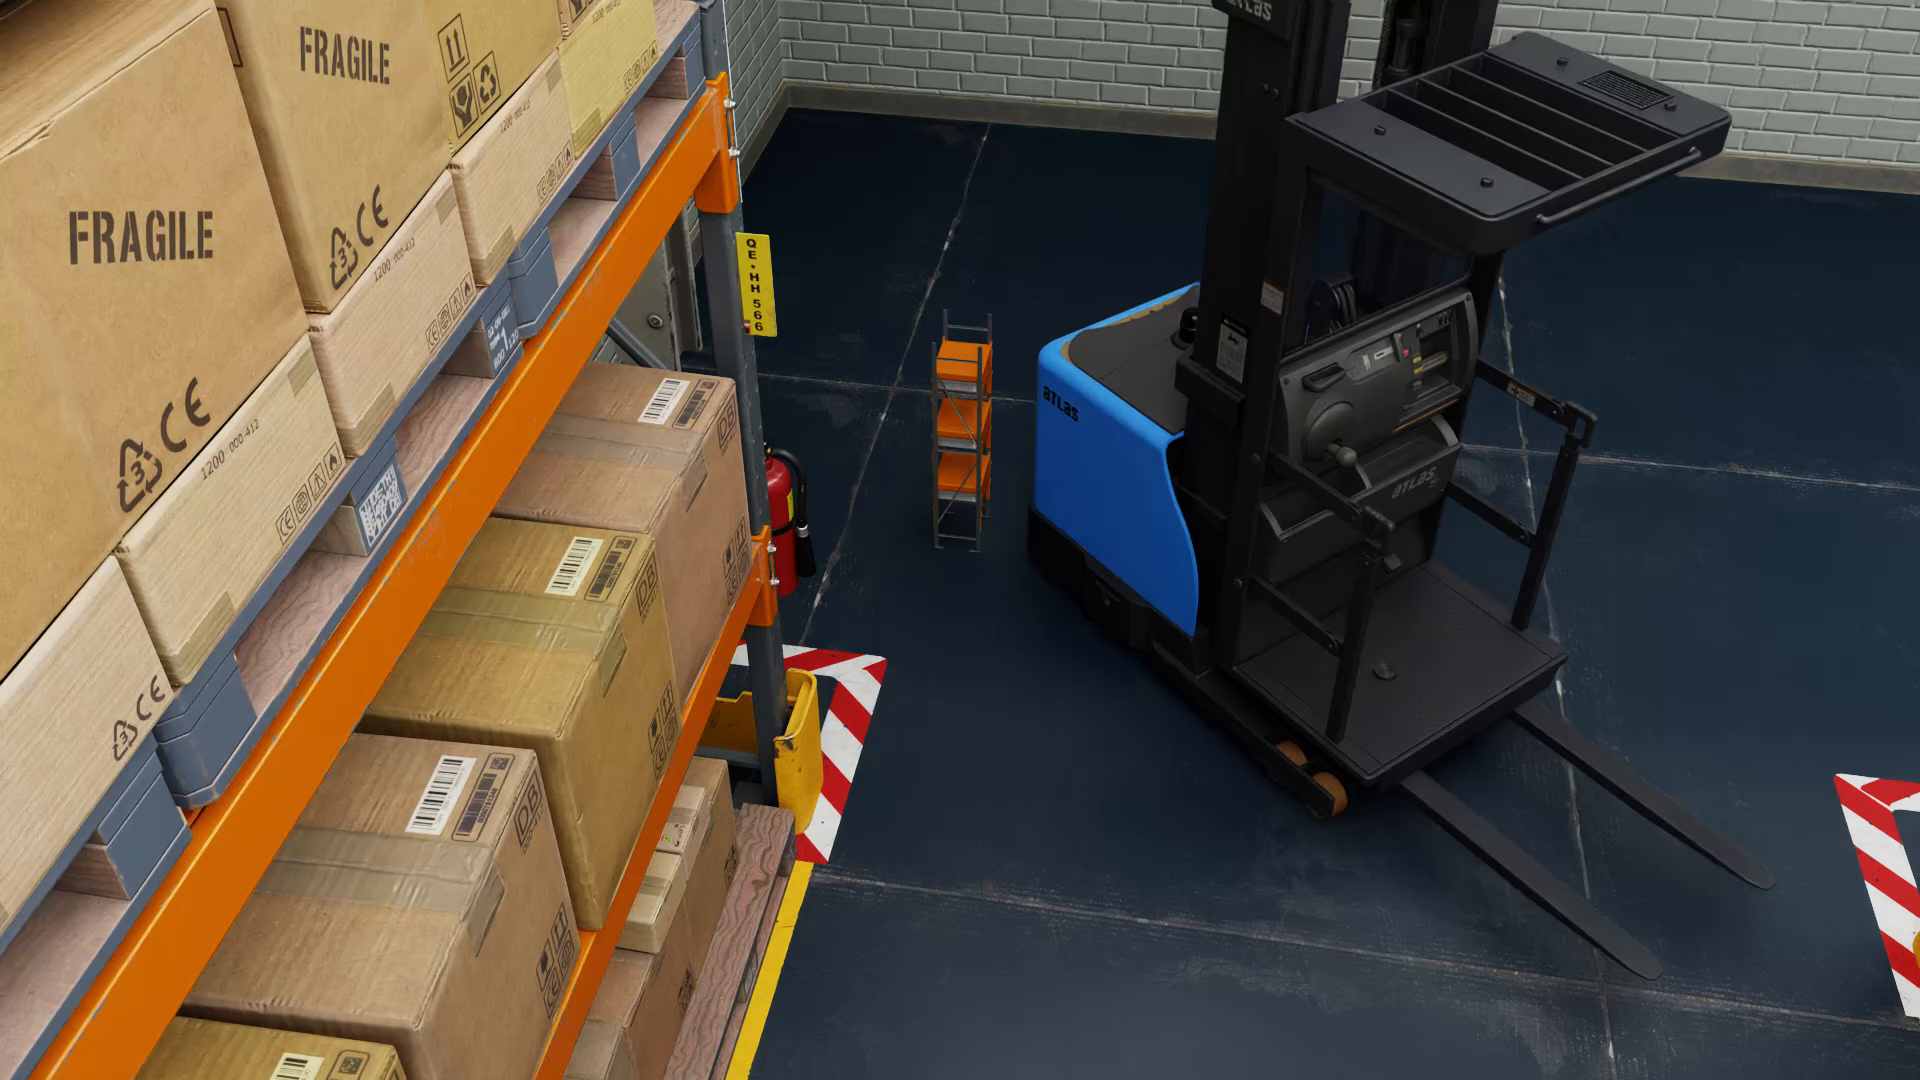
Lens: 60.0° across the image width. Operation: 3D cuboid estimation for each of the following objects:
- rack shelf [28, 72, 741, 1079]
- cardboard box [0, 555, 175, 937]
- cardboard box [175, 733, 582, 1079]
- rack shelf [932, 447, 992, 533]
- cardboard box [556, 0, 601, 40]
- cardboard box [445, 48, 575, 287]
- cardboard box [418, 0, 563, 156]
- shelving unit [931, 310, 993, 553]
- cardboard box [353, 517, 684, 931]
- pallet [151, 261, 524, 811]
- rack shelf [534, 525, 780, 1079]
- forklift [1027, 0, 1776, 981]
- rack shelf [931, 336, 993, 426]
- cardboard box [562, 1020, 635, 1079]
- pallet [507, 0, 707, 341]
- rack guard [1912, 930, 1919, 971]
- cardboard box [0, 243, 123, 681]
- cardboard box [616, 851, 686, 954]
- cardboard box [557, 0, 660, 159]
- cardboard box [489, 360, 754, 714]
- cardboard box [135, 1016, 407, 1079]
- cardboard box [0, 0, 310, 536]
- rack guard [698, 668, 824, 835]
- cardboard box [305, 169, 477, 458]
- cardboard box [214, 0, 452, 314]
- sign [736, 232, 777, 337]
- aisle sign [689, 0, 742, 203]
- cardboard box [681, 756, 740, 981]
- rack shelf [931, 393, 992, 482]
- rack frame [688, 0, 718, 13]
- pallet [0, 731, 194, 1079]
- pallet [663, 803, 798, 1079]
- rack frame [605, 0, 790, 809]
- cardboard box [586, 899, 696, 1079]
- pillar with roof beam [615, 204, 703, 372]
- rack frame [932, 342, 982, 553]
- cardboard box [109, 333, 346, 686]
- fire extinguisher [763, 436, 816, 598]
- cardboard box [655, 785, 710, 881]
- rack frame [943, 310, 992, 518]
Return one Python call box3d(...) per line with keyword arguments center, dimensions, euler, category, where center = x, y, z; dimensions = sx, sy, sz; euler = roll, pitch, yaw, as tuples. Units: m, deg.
box3d(center=(-1.451, 0.132, 2.947), dimensions=(1.077, 0.370, 4.000), euler=(6, 40, 8), category="rack shelf")
box3d(center=(-1.316, 0.245, 1.956), dimensions=(0.500, 0.250, 0.500), euler=(6, 40, 7), category="cardboard box")
box3d(center=(-1.440, 0.897, 3.576), dimensions=(0.980, 0.700, 0.700), euler=(5, 40, 6), category="cardboard box")
box3d(center=(0.009, -0.216, 7.140), dimensions=(0.215, 0.259, 0.240), euler=(6, 40, 8), category="rack shelf")
box3d(center=(-0.963, -1.343, 3.287), dimensions=(0.500, 0.500, 0.500), euler=(6, 40, 8), category="cardboard box")
box3d(center=(-1.060, -0.727, 3.131), dimensions=(0.500, 0.250, 0.500), euler=(5, 40, 6), category="cardboard box")
box3d(center=(-1.061, -1.030, 2.908), dimensions=(0.500, 0.500, 0.500), euler=(8, 40, 9), category="cardboard box")
box3d(center=(0.009, -0.438, 6.956), dimensions=(0.215, 1.050, 0.252), euler=(6, 40, 8), category="shelving unit")
box3d(center=(-1.299, 0.419, 4.154), dimensions=(0.980, 0.700, 0.700), euler=(6, 40, 7), category="cardboard box")
box3d(center=(-1.432, -0.132, 2.771), dimensions=(1.003, 0.211, 1.213), euler=(6, 40, 8), category="pallet")
box3d(center=(-1.451, 1.288, 3.903), dimensions=(1.077, 0.370, 4.000), euler=(6, 40, 8), category="rack shelf")
box3d(center=(1.558, -0.478, 5.528), dimensions=(1.130, 2.935, 3.031), euler=(-25, 46, -27), category="forklift")
box3d(center=(0.009, -0.649, 6.782), dimensions=(0.215, 0.259, 0.240), euler=(6, 40, 8), category="rack shelf")
box3d(center=(-1.301, 1.637, 4.548), dimensions=(0.700, 0.500, 0.500), euler=(5, 40, 6), category="cardboard box")
box3d(center=(-1.223, -0.899, 3.699), dimensions=(1.003, 0.211, 1.213), euler=(6, 40, 8), category="pallet")
box3d(center=(3.761, 1.311, 5.272), dimensions=(1.175, 0.500, 0.348), euler=(6, 40, 8), category="rack guard")
box3d(center=(-1.315, -0.061, 1.737), dimensions=(0.500, 0.500, 0.500), euler=(6, 40, 7), category="cardboard box")
box3d(center=(-1.014, 1.019, 4.787), dimensions=(0.380, 0.149, 0.250), euler=(7, 40, 9), category="cardboard box")
box3d(center=(-0.971, -1.054, 3.526), dimensions=(0.500, 0.250, 0.500), euler=(8, 40, 9), category="cardboard box")
box3d(center=(-1.184, -0.039, 4.707), dimensions=(0.980, 0.700, 0.700), euler=(8, 40, 10), category="cardboard box")
box3d(center=(-1.556, 1.354, 3.023), dimensions=(0.980, 0.700, 0.700), euler=(5, 40, 7), category="cardboard box")
box3d(center=(-1.235, -0.372, 2.113), dimensions=(0.500, 0.500, 0.500), euler=(7, 40, 8), category="cardboard box")
box3d(center=(-1.101, 0.704, 6.006), dimensions=(1.175, 0.500, 0.348), euler=(6, 40, 8), category="rack guard")
box3d(center=(-1.145, -0.400, 2.736), dimensions=(0.500, 0.250, 0.500), euler=(5, 40, 6), category="cardboard box")
box3d(center=(-1.143, -0.701, 2.511), dimensions=(0.500, 0.500, 0.500), euler=(5, 40, 6), category="cardboard box")
box3d(center=(-0.573, -0.713, 4.664), dimensions=(0.100, 0.325, 0.005), euler=(6, 40, 8), category="sign")
box3d(center=(-0.797, -1.258, 4.378), dimensions=(0.394, 0.787, 0.004), euler=(6, 40, 8), category="aisle sign")
box3d(center=(-1.128, 1.008, 5.309), dimensions=(0.700, 0.500, 0.500), euler=(6, 40, 8), category="cardboard box")
box3d(center=(0.009, -0.430, 6.963), dimensions=(0.215, 0.259, 0.240), euler=(6, 40, 8), category="rack shelf")
box3d(center=(-1.105, -2.556, 3.280), dimensions=(1.000, 3.000, 0.127), euler=(6, 40, 8), category="rack frame")
box3d(center=(-1.646, 0.632, 1.847), dimensions=(1.003, 0.211, 1.213), euler=(6, 40, 8), category="pallet")
box3d(center=(-1.167, 1.341, 5.463), dimensions=(1.003, 0.211, 1.213), euler=(6, 40, 8), category="pallet")
box3d(center=(-1.105, -0.244, 5.191), dimensions=(1.000, 3.000, 0.127), euler=(6, 40, 8), category="rack frame")
box3d(center=(-1.214, 1.322, 4.930), dimensions=(0.700, 0.500, 0.500), euler=(6, 40, 8), category="cardboard box")
box3d(center=(2.750, -3.872, 4.871), dimensions=(9.100, 9.000, 0.400), euler=(6, 40, 8), category="pillar with roof beam")
box3d(center=(-0.012, -0.362, 6.863), dimensions=(0.200, 1.050, 0.008), euler=(6, 40, 8), category="rack frame")
box3d(center=(-1.235, -0.078, 2.346), dimensions=(0.500, 0.250, 0.500), euler=(5, 40, 6), category="cardboard box")
box3d(center=(-0.625, -0.115, 5.388), dimensions=(0.296, 0.674, 0.183), euler=(6, 40, 8), category="fire extinguisher")
box3d(center=(-0.971, 0.858, 4.981), dimensions=(0.380, 0.149, 0.250), euler=(6, 40, 7), category="cardboard box")
box3d(center=(0.030, -0.515, 7.049), dimensions=(0.200, 1.050, 0.008), euler=(6, 40, 8), category="rack frame")
